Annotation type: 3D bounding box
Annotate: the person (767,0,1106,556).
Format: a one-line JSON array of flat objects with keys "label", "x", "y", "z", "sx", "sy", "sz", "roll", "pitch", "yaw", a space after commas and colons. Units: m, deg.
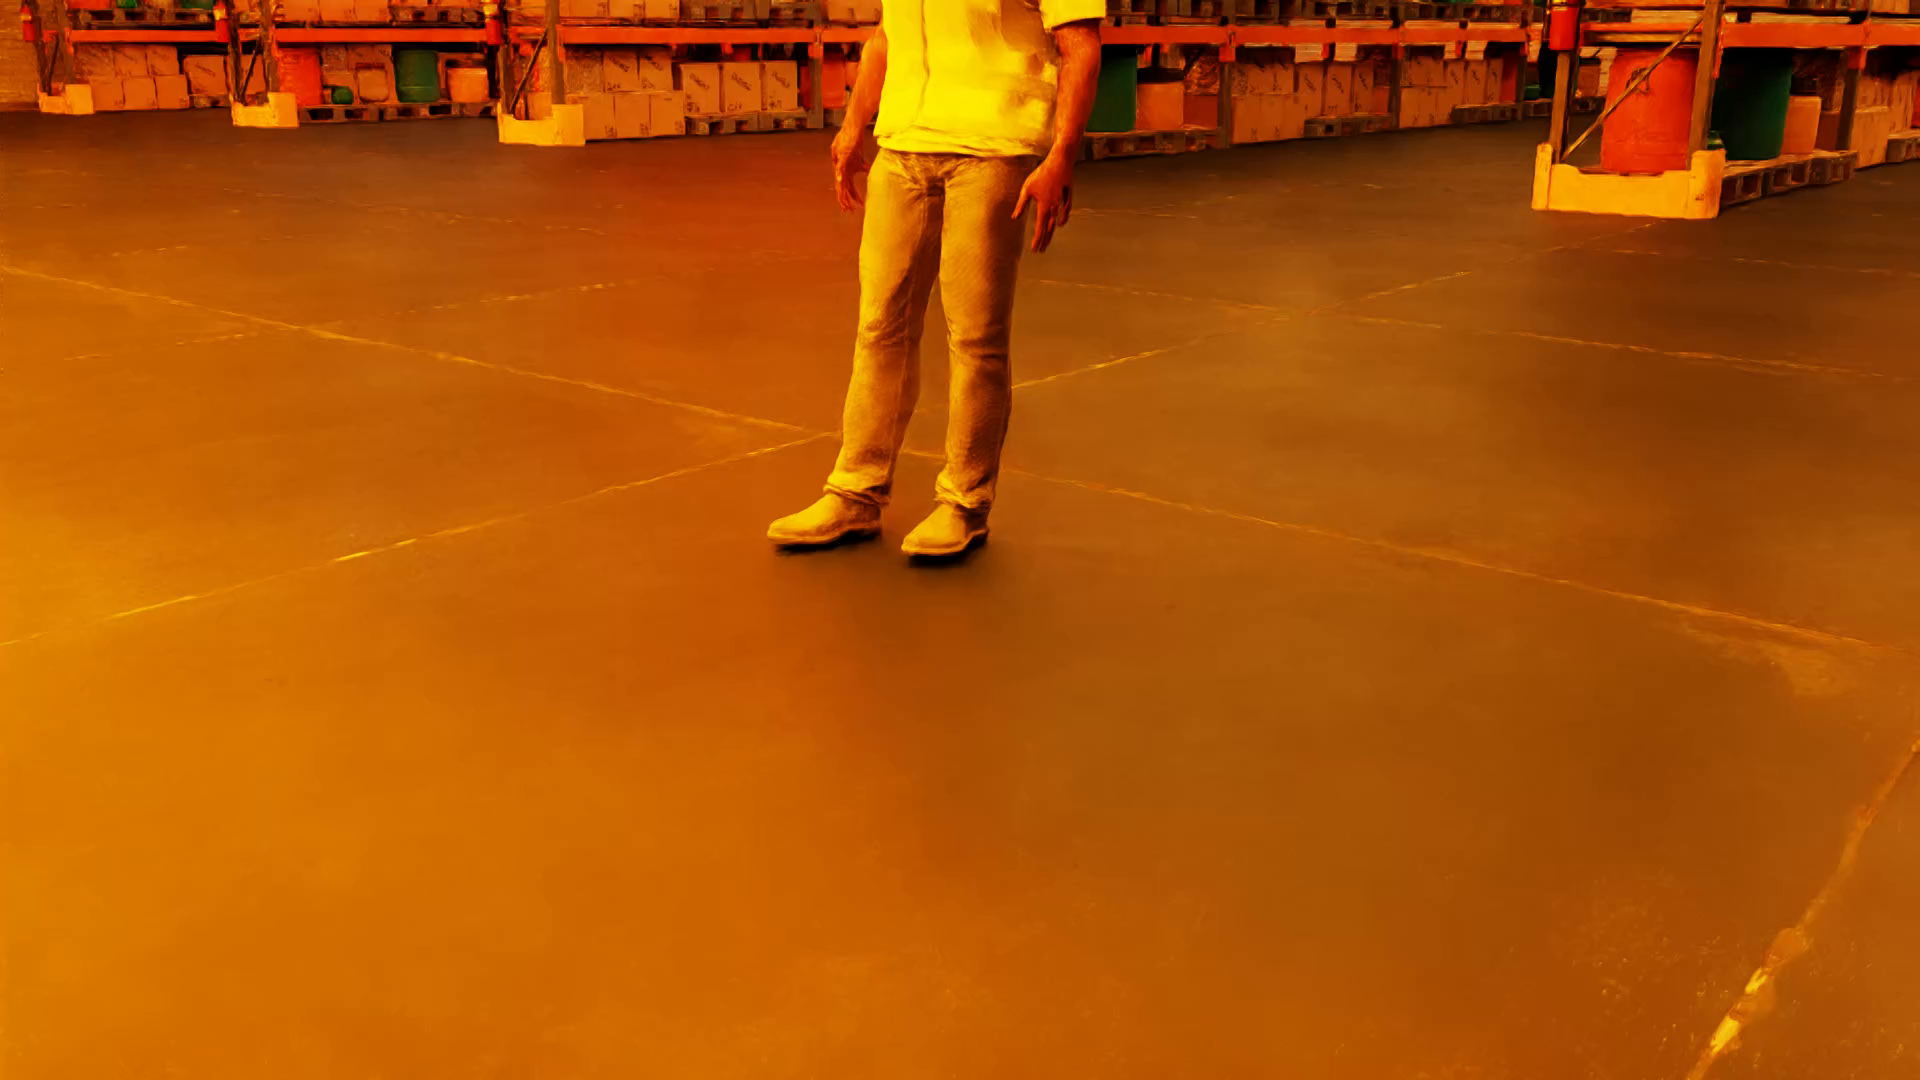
[{"label": "person", "x": -0.049, "y": -0.837, "z": 3.635, "sx": 0.665, "sy": 1.766, "sz": 0.576, "roll": 13, "pitch": 21, "yaw": 37}]
